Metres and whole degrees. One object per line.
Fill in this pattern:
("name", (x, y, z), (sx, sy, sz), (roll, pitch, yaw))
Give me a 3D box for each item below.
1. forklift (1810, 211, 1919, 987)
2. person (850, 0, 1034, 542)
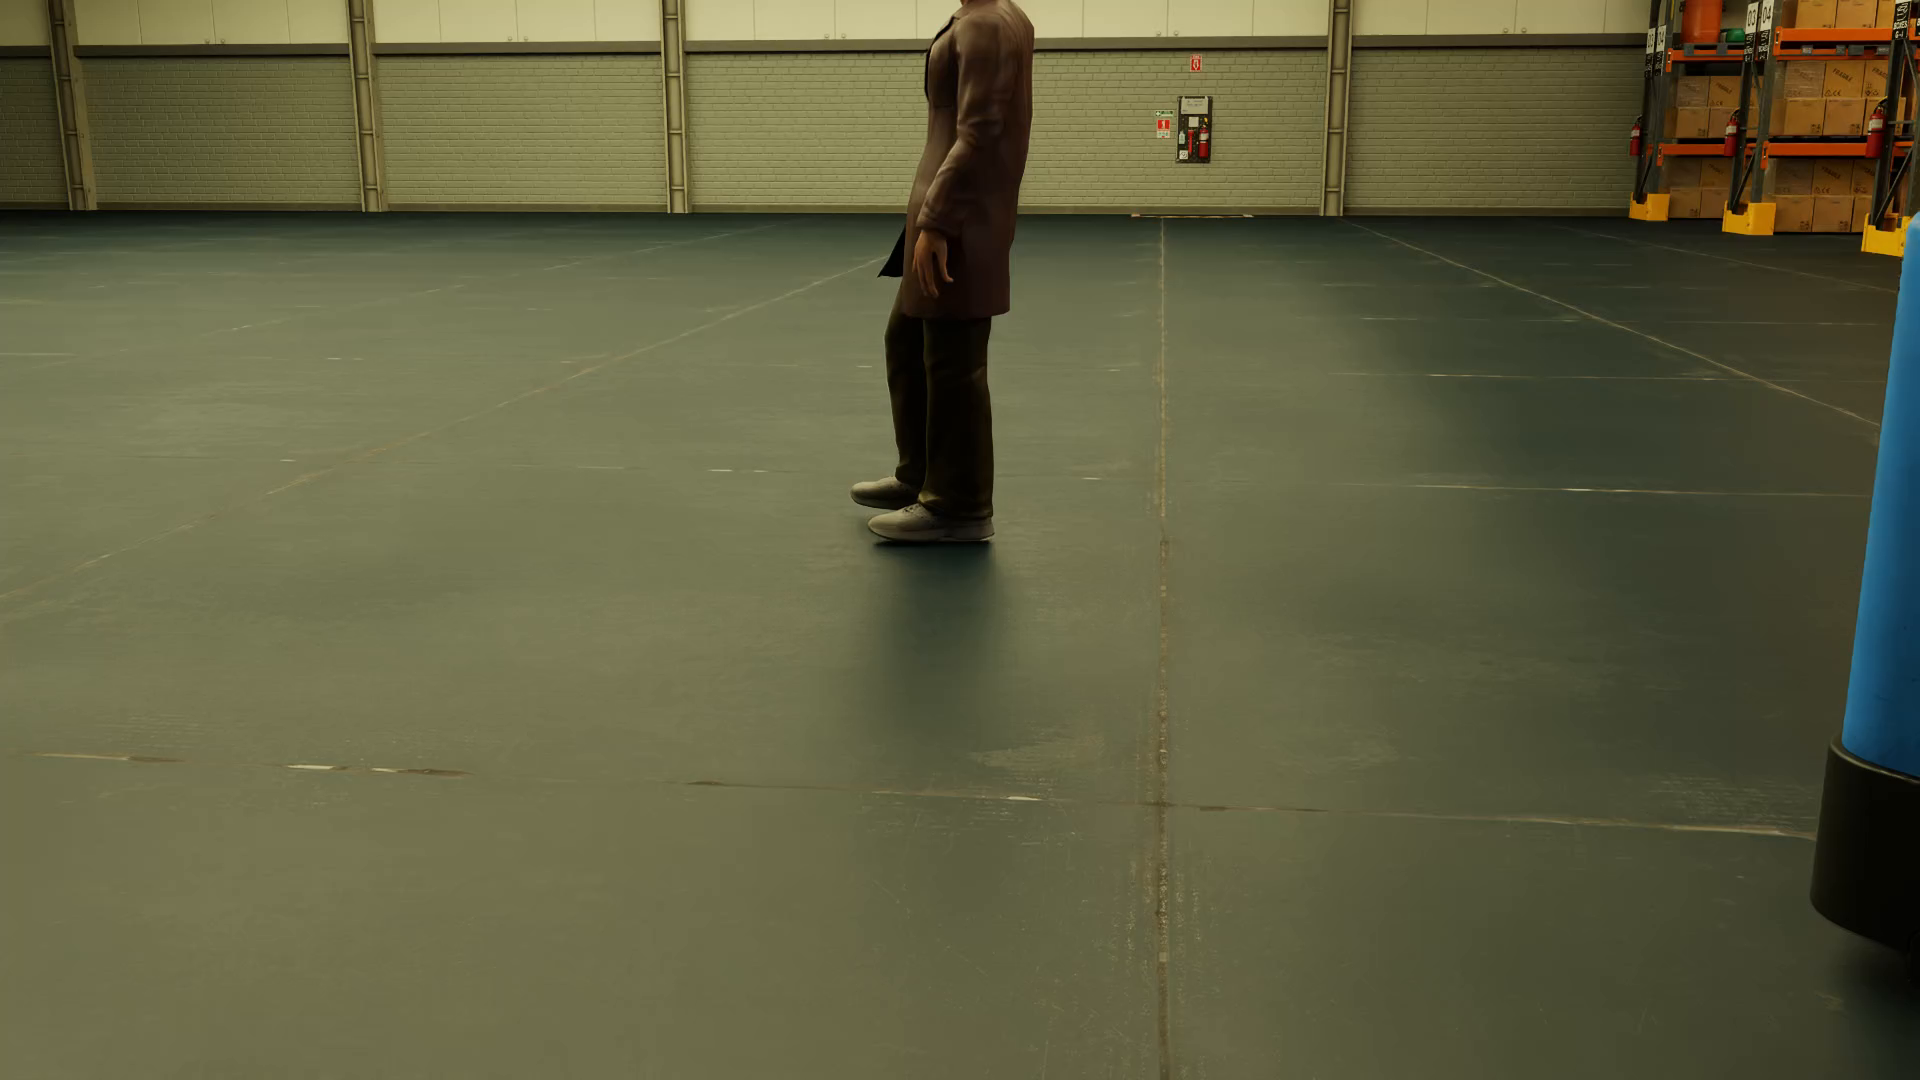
("forklift", (2.458, -0.613, 1.134), (1.130, 2.935, 3.031), (-9, 16, -33))
("person", (-0.091, -0.876, 4.757), (0.580, 1.777, 0.698), (2, 13, 7))
